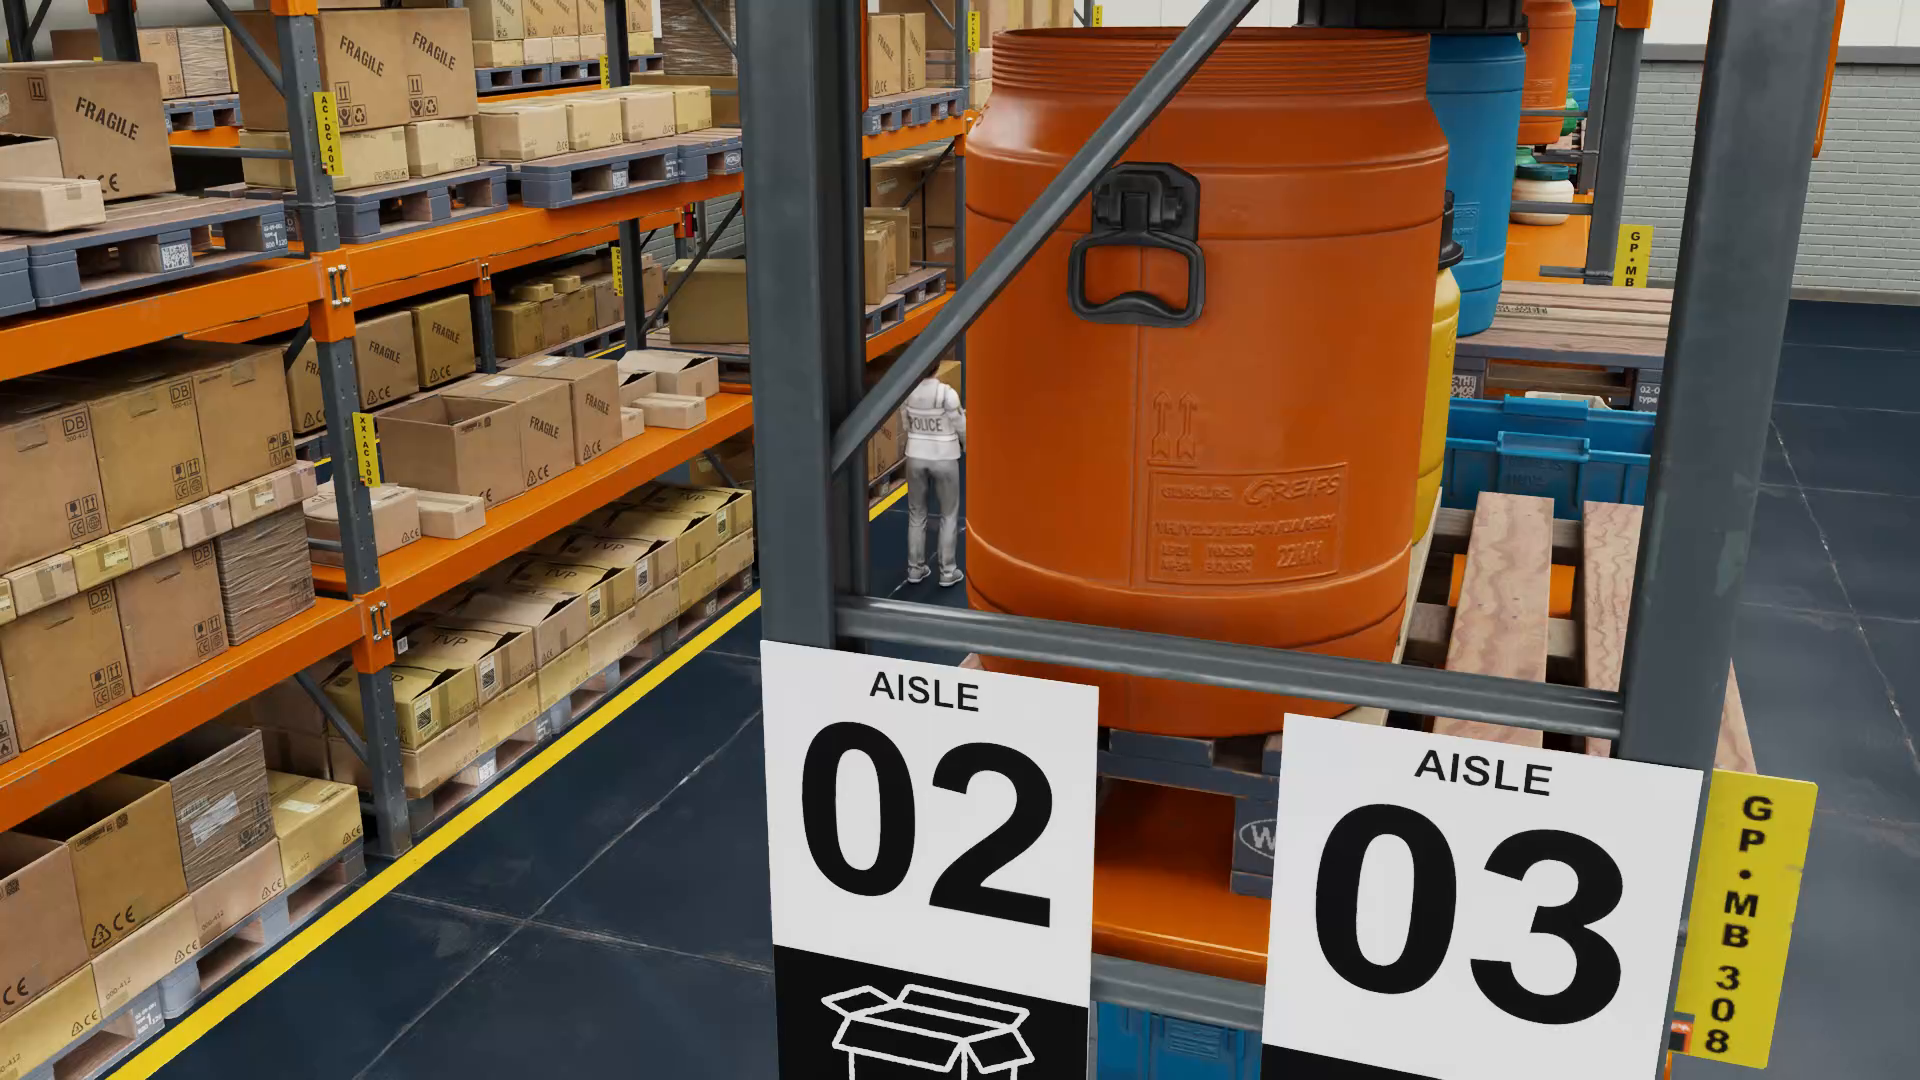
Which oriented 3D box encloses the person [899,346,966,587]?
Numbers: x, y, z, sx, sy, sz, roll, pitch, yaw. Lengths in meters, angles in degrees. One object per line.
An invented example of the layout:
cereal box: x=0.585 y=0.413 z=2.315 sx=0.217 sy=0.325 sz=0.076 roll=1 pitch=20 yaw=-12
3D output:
person: x=-0.157 y=-0.536 z=11.106 sx=0.459 sy=1.686 sz=0.549 roll=7 pitch=20 yaw=19
